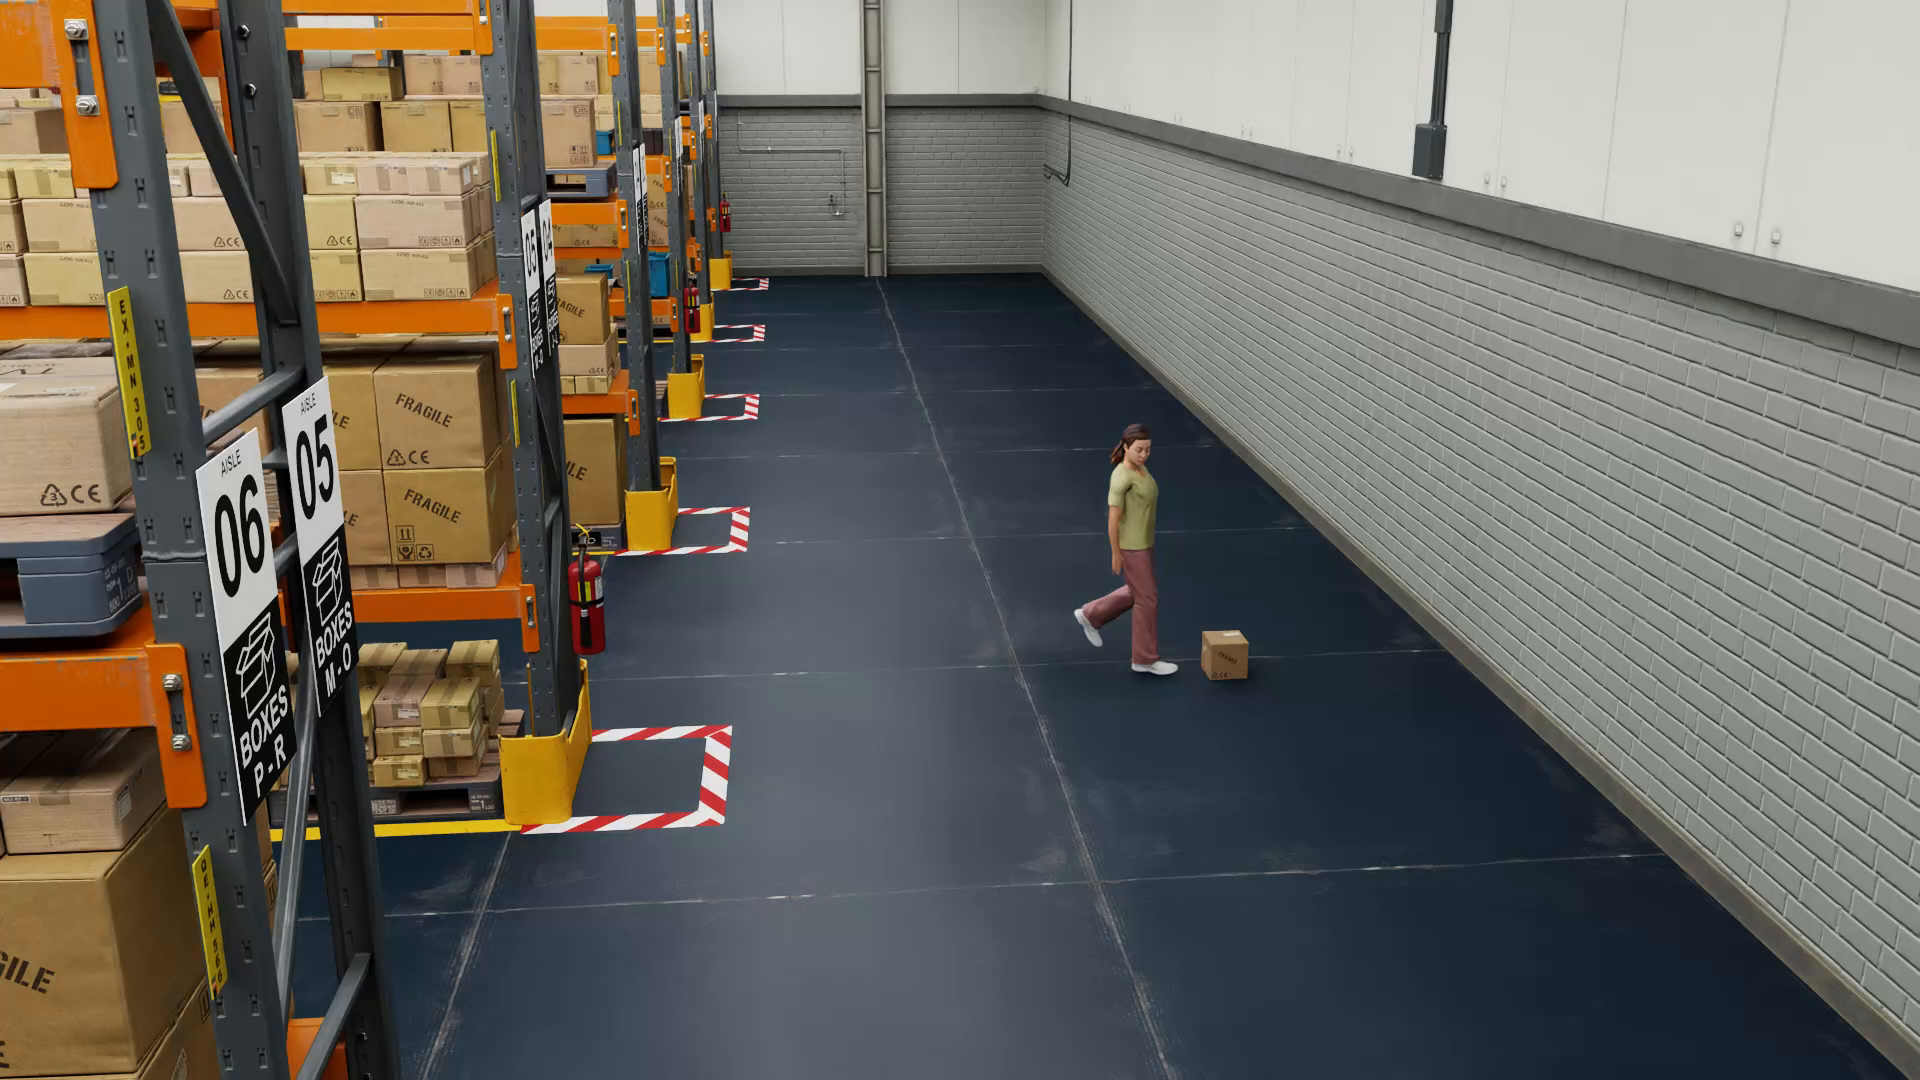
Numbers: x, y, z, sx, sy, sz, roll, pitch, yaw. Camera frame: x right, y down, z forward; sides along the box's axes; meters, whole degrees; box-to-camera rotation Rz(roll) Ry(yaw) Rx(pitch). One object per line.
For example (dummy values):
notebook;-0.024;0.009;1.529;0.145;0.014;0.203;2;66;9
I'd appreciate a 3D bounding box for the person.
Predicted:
person;1.096;0.040;10.874;0.750;1.661;0.466;6;18;19
